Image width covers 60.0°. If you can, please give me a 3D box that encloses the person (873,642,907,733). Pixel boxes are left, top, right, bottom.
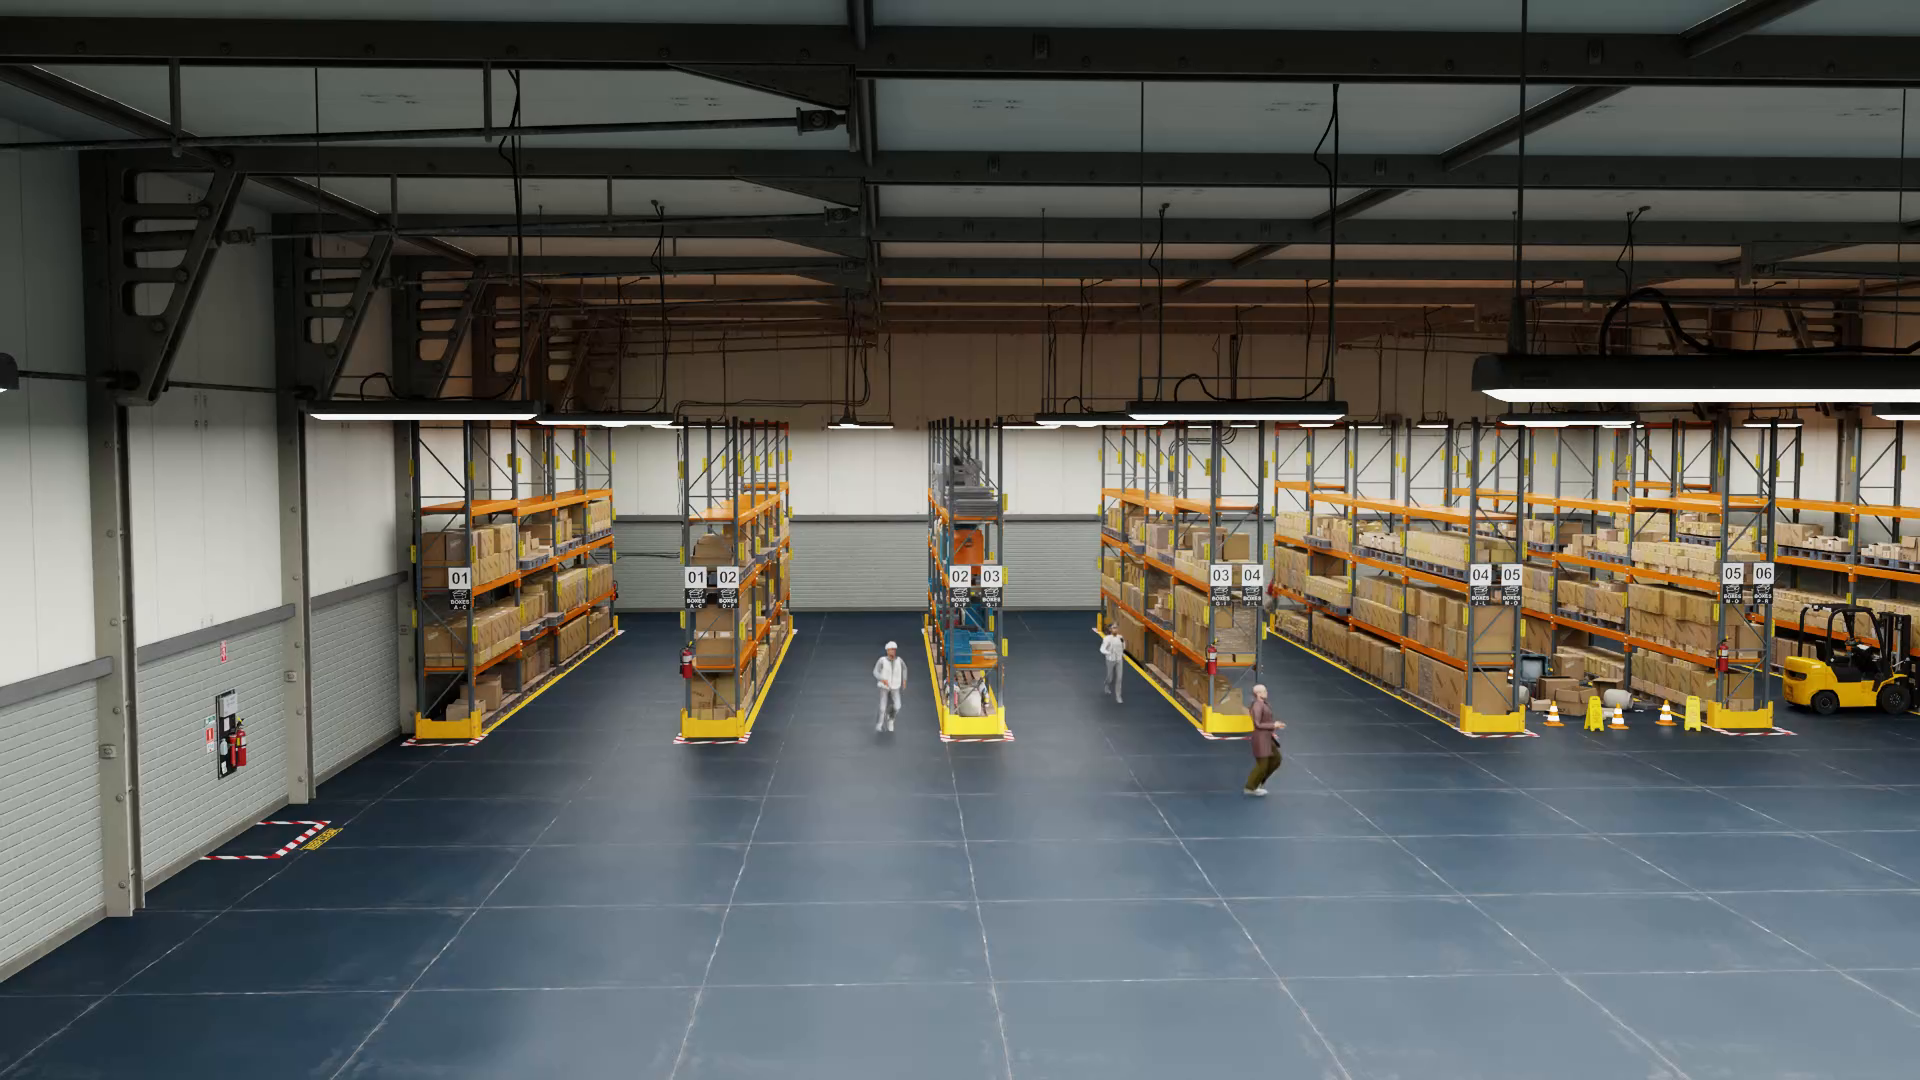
[{"bbox_3d":[-1.302,2.794,31.587,0.698,1.739,0.624,-1,4,-17],"label":"person"}]

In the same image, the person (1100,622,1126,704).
[{"bbox_3d":[3.276,2.571,35.292,0.616,1.692,0.901,-1,4,-13],"label":"person"}]

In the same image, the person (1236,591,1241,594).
[{"bbox_3d":[7.719,1.778,46.980,0.772,1.733,1.021,1,4,12],"label":"person"}]

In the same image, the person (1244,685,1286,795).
[{"bbox_3d":[4.796,3.145,26.059,0.675,1.765,0.694,1,4,22],"label":"person"}]

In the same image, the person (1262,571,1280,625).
[{"bbox_3d":[9.268,1.729,49.161,0.647,1.720,0.765,1,4,18],"label":"person"}]
